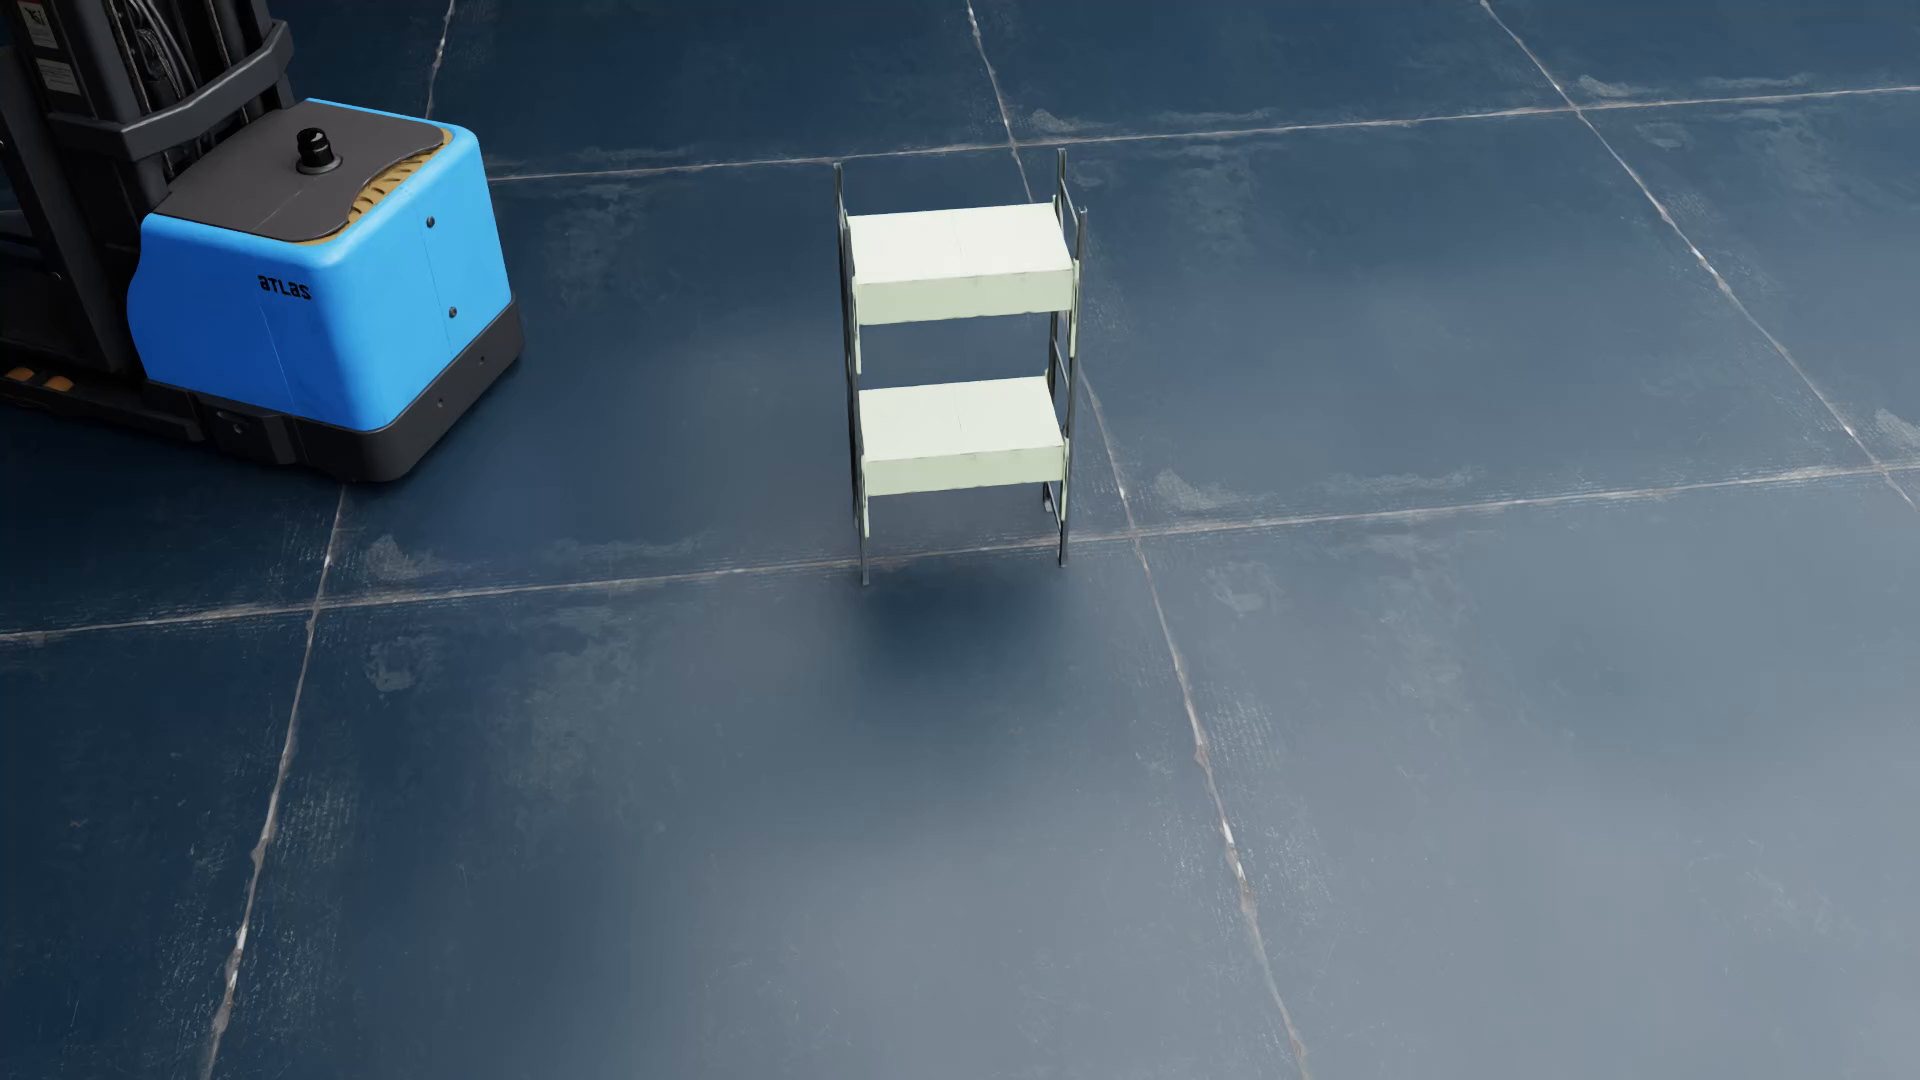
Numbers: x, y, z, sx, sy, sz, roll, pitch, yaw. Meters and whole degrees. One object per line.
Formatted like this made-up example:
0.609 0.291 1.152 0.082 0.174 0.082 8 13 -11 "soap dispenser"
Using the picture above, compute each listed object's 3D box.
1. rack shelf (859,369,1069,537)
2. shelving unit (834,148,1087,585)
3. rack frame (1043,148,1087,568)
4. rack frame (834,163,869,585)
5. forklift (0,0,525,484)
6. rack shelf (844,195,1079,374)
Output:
-0.007 -0.314 5.965 0.720 0.370 0.431 -5 42 -6 "rack shelf"
-0.007 -0.556 5.747 0.755 1.500 0.431 -5 42 -6 "shelving unit"
0.356 -0.588 5.782 0.023 1.500 0.400 -5 42 -6 "rack frame"
-0.370 -0.525 5.712 0.023 1.500 0.400 -5 42 -6 "rack frame"
-3.417 -1.909 6.179 3.031 2.935 1.130 14 44 15 "forklift"
-0.007 -0.846 5.486 0.720 0.370 0.431 -5 42 -6 "rack shelf"
